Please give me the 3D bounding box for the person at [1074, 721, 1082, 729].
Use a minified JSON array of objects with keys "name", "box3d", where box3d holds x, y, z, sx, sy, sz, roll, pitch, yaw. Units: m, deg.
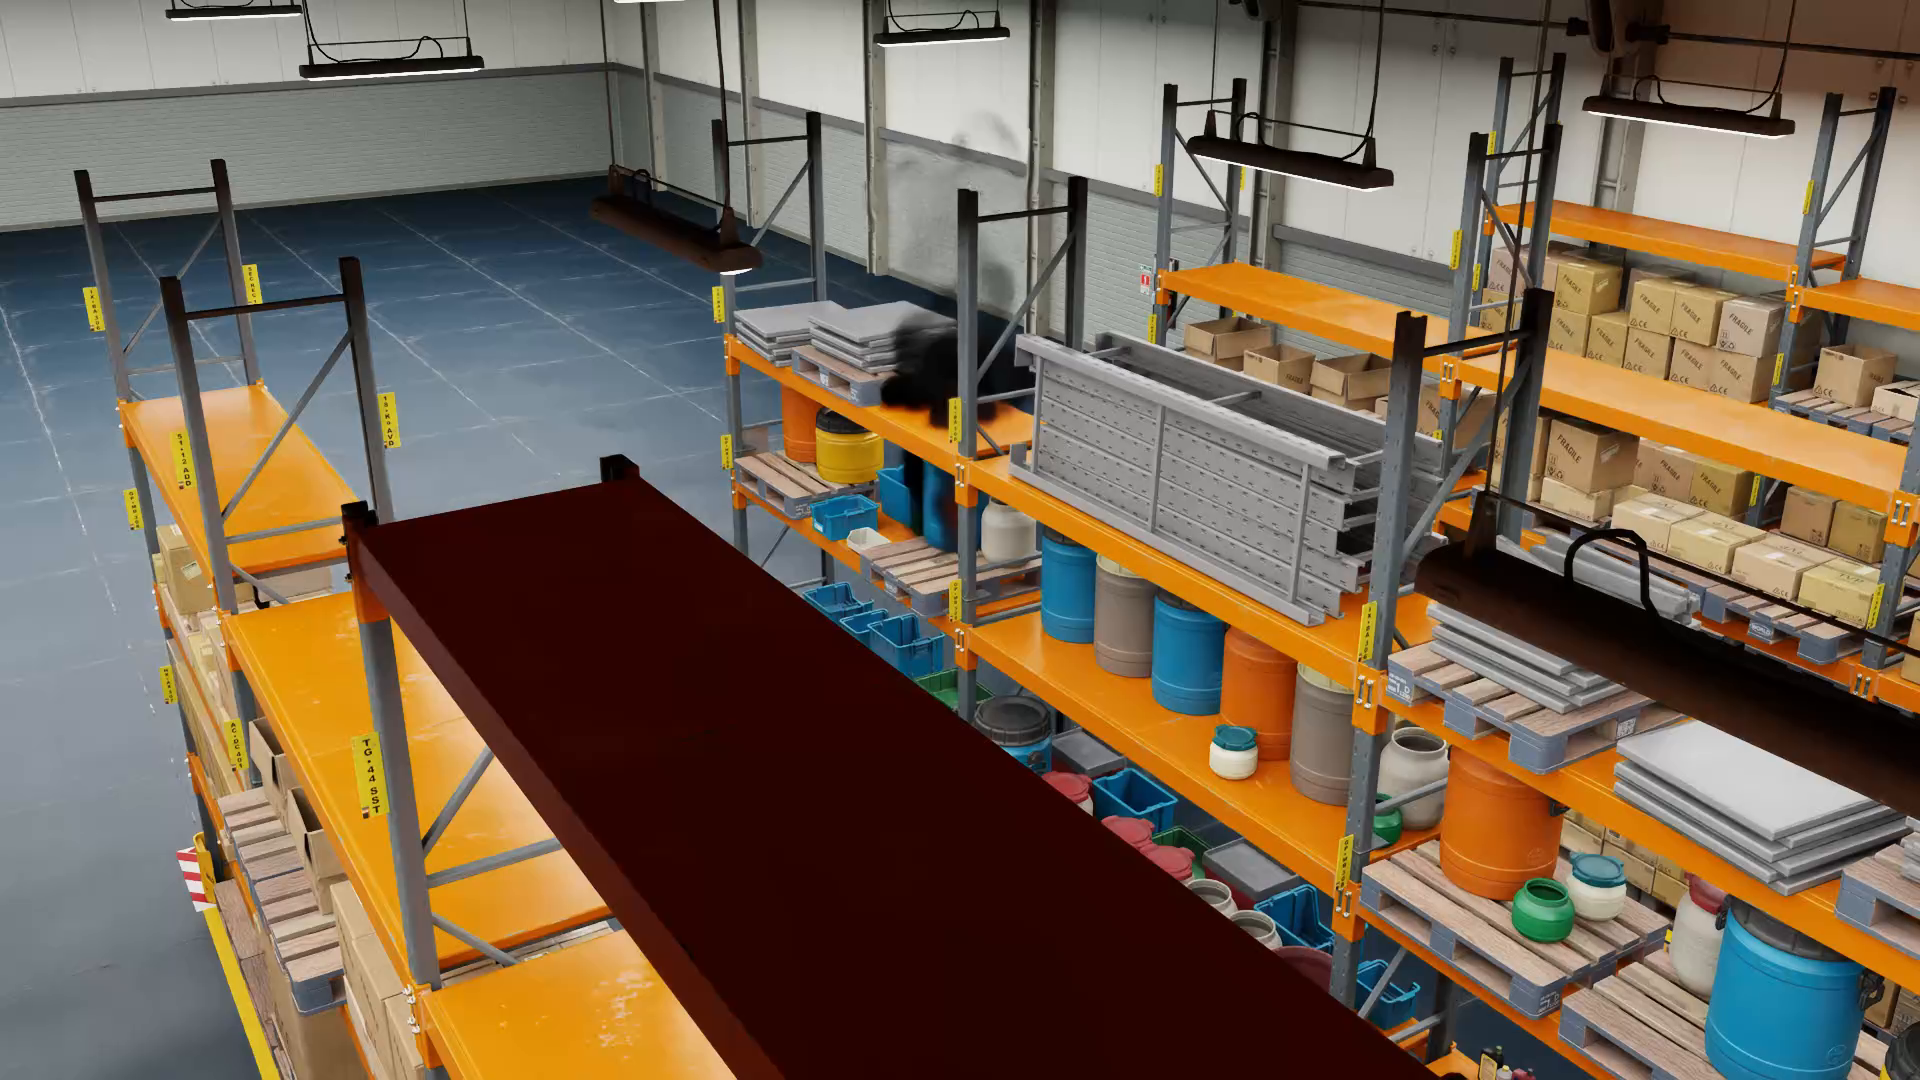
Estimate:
[{"name":"person","box3d":[1.258,1.432,15.447,0.667,1.750,0.925,-17,27,-36]}]
